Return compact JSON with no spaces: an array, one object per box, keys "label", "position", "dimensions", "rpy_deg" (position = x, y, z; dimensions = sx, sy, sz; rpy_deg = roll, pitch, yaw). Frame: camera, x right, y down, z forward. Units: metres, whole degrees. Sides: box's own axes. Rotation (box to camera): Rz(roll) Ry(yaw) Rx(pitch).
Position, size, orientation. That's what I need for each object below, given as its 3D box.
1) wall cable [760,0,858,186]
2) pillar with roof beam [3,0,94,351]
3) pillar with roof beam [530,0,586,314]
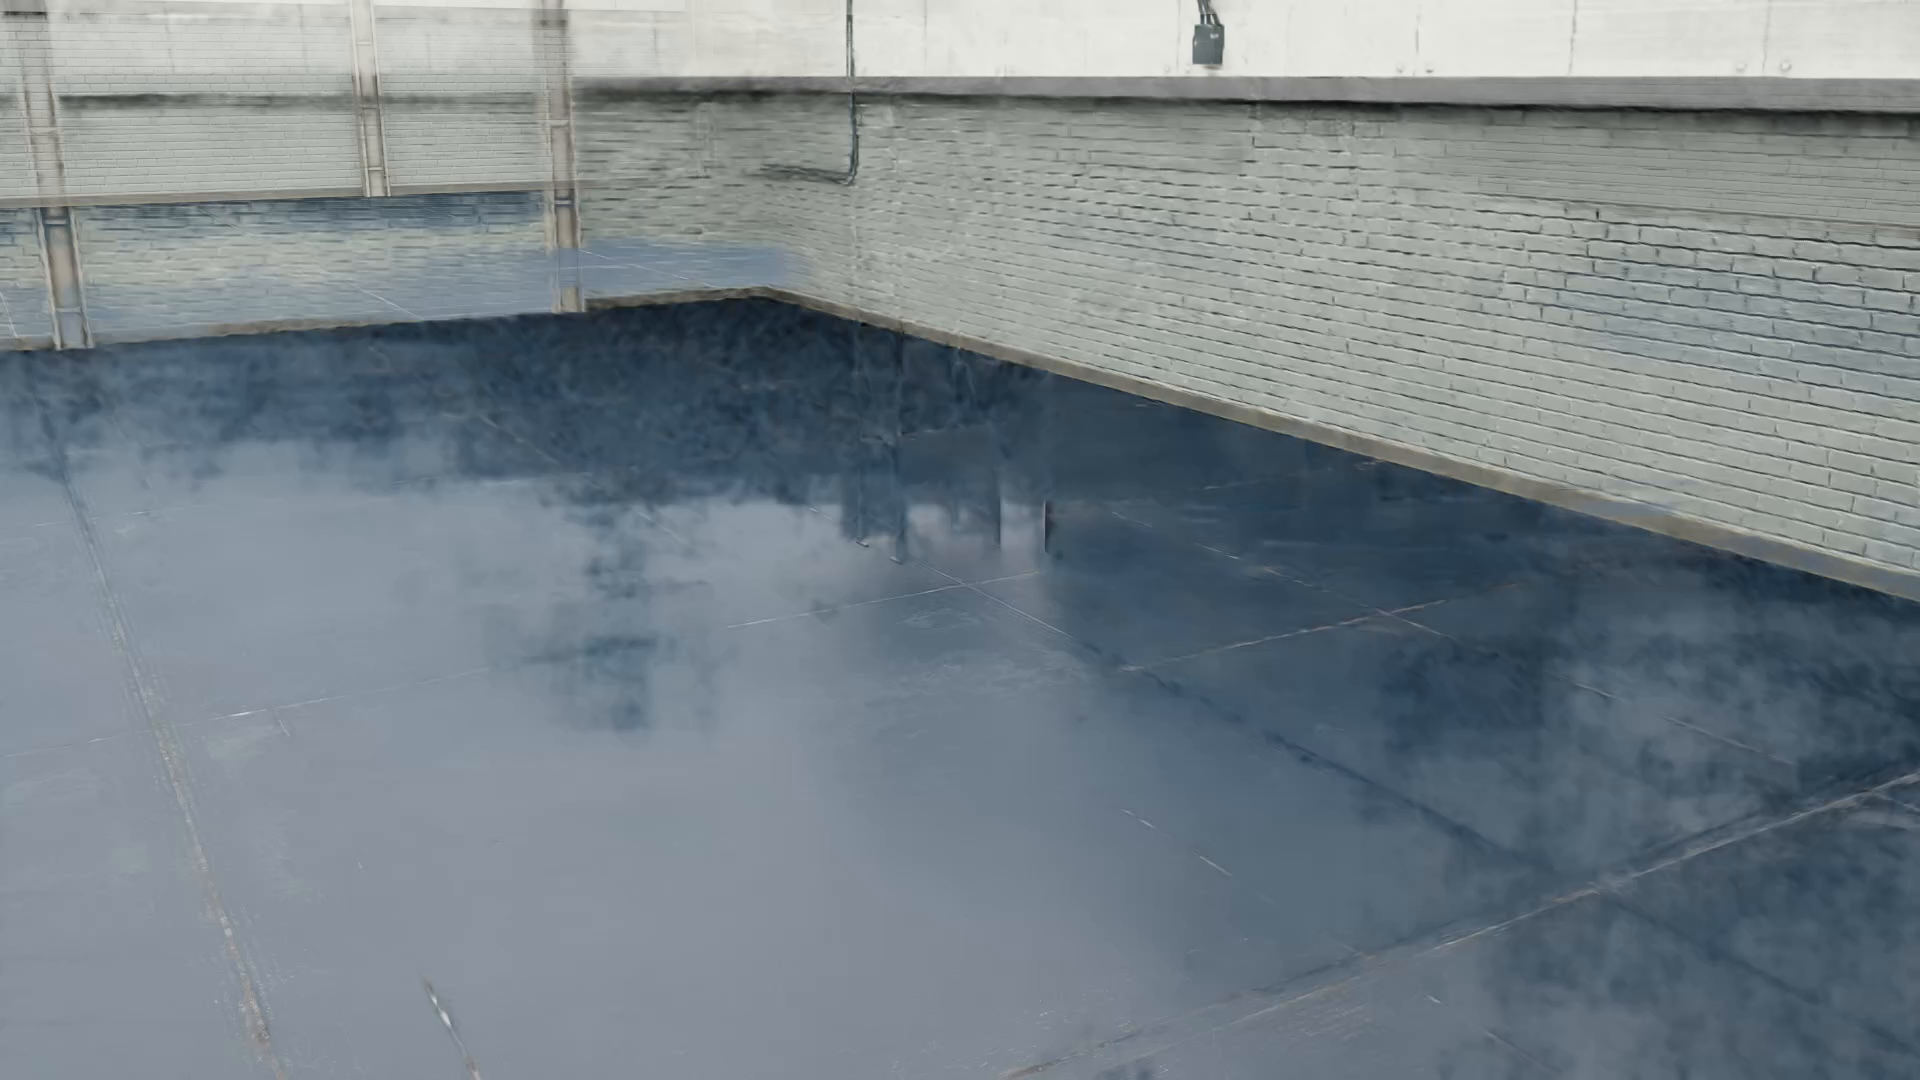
[{"label":"wall cable","position":[3.565,-10.470,33.840],"dimensions":[0.112,2.526,3.097],"rpy_deg":[-9,18,-30]},{"label":"pillar with roof beam","position":[-2.567,-10.031,26.523],"dimensions":[0.400,9.000,9.100],"rpy_deg":[-9,18,-30]},{"label":"pillar with roof beam","position":[2.576,-10.865,29.498],"dimensions":[0.400,9.000,9.100],"rpy_deg":[-9,18,-30]}]
